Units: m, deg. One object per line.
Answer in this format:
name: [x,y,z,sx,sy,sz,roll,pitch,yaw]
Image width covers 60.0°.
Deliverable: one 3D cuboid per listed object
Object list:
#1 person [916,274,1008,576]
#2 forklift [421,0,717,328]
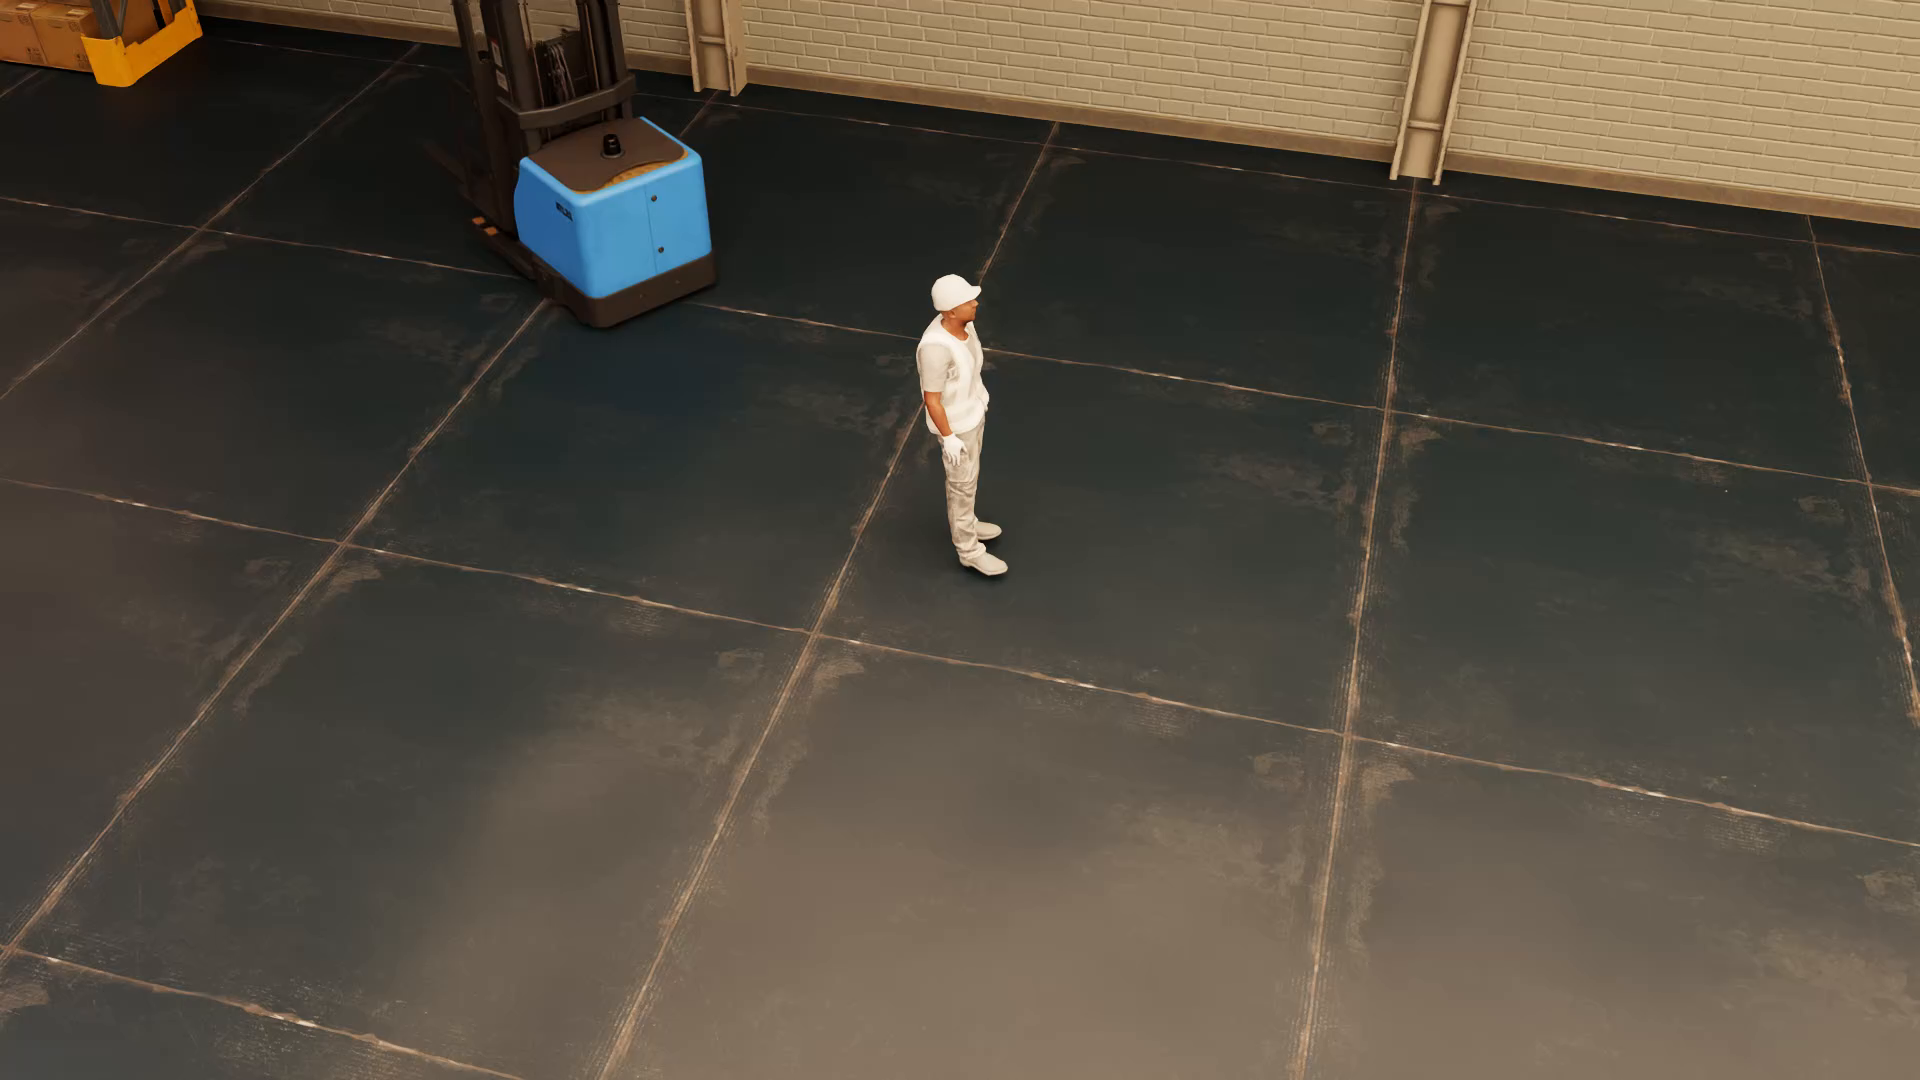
person: [0.067,-0.688,9.445,0.577,1.781,0.656,10,42,11]
forklift: [-3.107,-3.495,11.848,1.130,2.935,3.031,-29,49,-29]
